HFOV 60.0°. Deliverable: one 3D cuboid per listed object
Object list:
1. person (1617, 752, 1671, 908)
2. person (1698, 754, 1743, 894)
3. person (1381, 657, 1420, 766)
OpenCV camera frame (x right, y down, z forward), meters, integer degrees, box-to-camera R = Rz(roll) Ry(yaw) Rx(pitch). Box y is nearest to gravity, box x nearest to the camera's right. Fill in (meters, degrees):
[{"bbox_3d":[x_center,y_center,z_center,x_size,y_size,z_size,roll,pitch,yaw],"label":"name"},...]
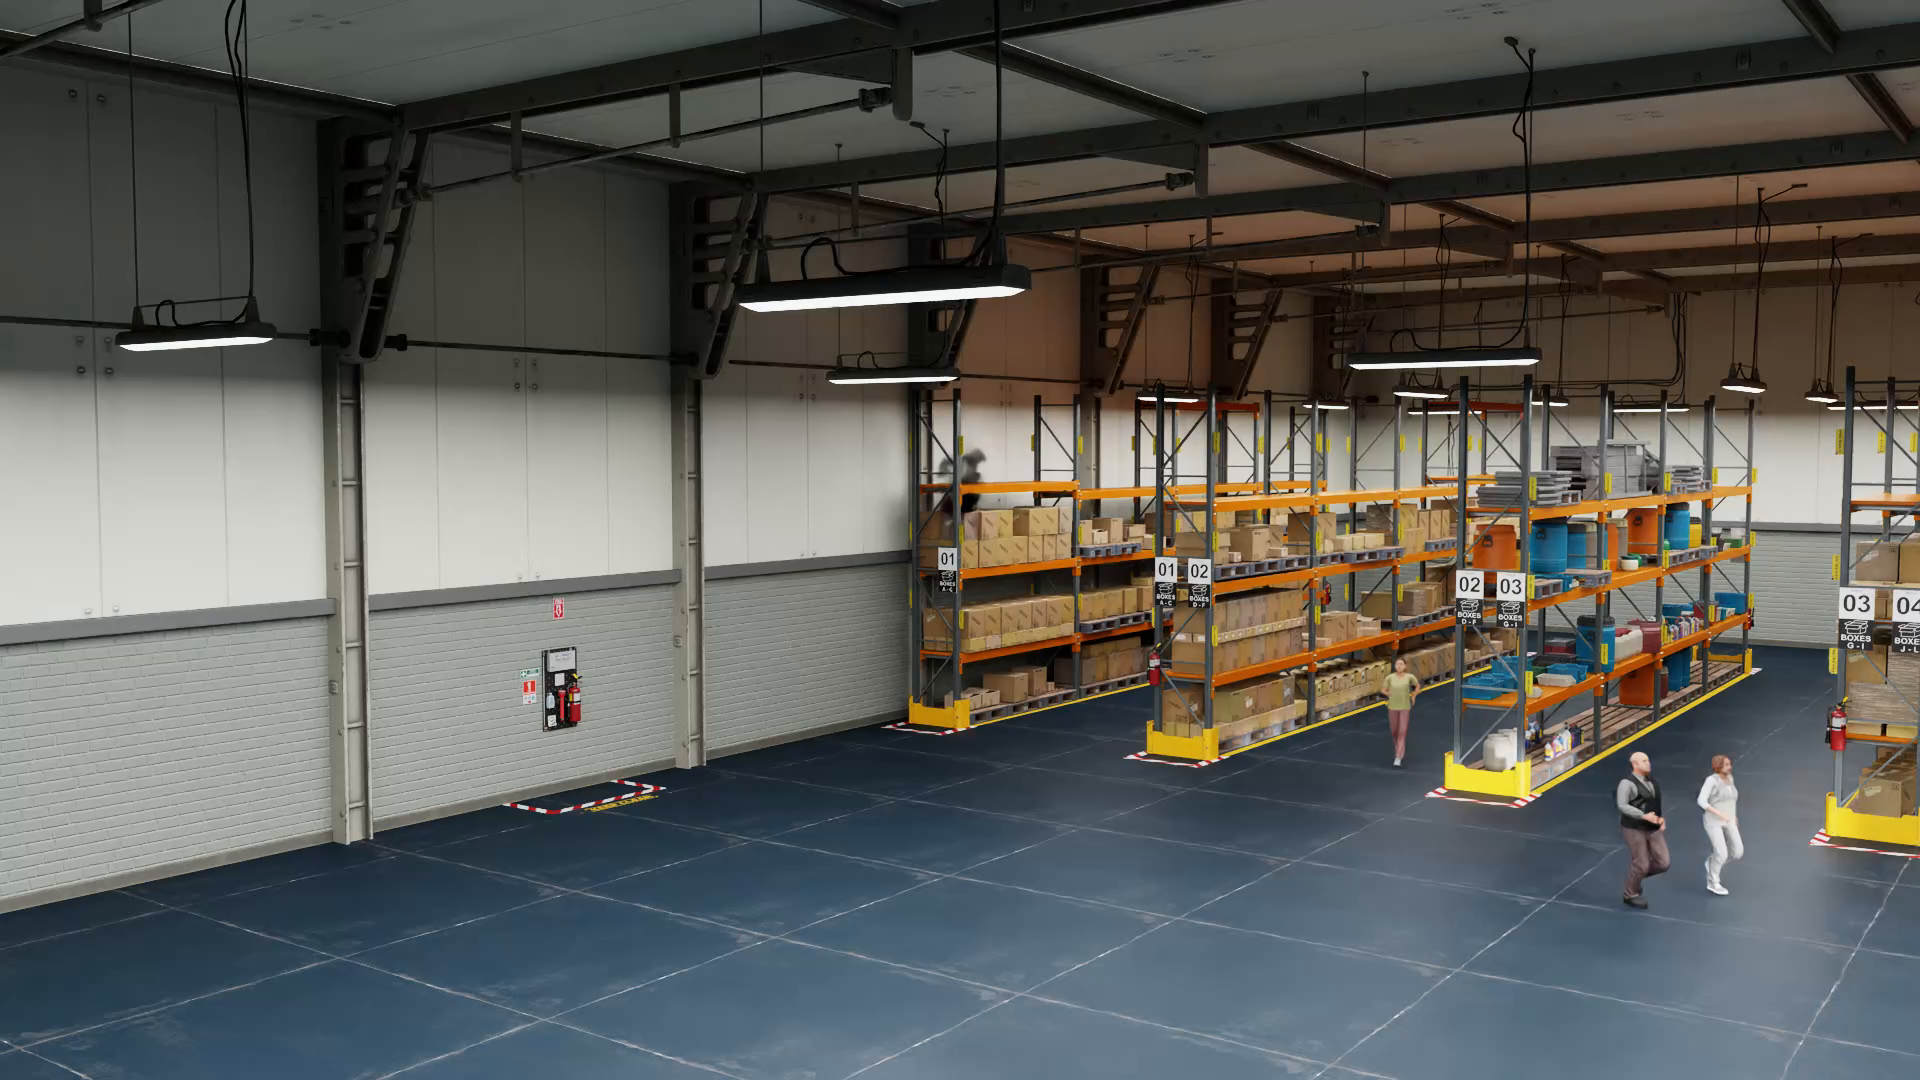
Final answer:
[{"bbox_3d":[7.406,3.137,17.977,0.653,1.680,0.568,-2,4,-27],"label":"person"},{"bbox_3d":[8.468,3.163,18.529,0.555,1.564,0.536,-1,4,-22],"label":"person"},{"bbox_3d":[6.879,2.648,26.029,0.580,1.639,0.990,1,3,21],"label":"person"}]
